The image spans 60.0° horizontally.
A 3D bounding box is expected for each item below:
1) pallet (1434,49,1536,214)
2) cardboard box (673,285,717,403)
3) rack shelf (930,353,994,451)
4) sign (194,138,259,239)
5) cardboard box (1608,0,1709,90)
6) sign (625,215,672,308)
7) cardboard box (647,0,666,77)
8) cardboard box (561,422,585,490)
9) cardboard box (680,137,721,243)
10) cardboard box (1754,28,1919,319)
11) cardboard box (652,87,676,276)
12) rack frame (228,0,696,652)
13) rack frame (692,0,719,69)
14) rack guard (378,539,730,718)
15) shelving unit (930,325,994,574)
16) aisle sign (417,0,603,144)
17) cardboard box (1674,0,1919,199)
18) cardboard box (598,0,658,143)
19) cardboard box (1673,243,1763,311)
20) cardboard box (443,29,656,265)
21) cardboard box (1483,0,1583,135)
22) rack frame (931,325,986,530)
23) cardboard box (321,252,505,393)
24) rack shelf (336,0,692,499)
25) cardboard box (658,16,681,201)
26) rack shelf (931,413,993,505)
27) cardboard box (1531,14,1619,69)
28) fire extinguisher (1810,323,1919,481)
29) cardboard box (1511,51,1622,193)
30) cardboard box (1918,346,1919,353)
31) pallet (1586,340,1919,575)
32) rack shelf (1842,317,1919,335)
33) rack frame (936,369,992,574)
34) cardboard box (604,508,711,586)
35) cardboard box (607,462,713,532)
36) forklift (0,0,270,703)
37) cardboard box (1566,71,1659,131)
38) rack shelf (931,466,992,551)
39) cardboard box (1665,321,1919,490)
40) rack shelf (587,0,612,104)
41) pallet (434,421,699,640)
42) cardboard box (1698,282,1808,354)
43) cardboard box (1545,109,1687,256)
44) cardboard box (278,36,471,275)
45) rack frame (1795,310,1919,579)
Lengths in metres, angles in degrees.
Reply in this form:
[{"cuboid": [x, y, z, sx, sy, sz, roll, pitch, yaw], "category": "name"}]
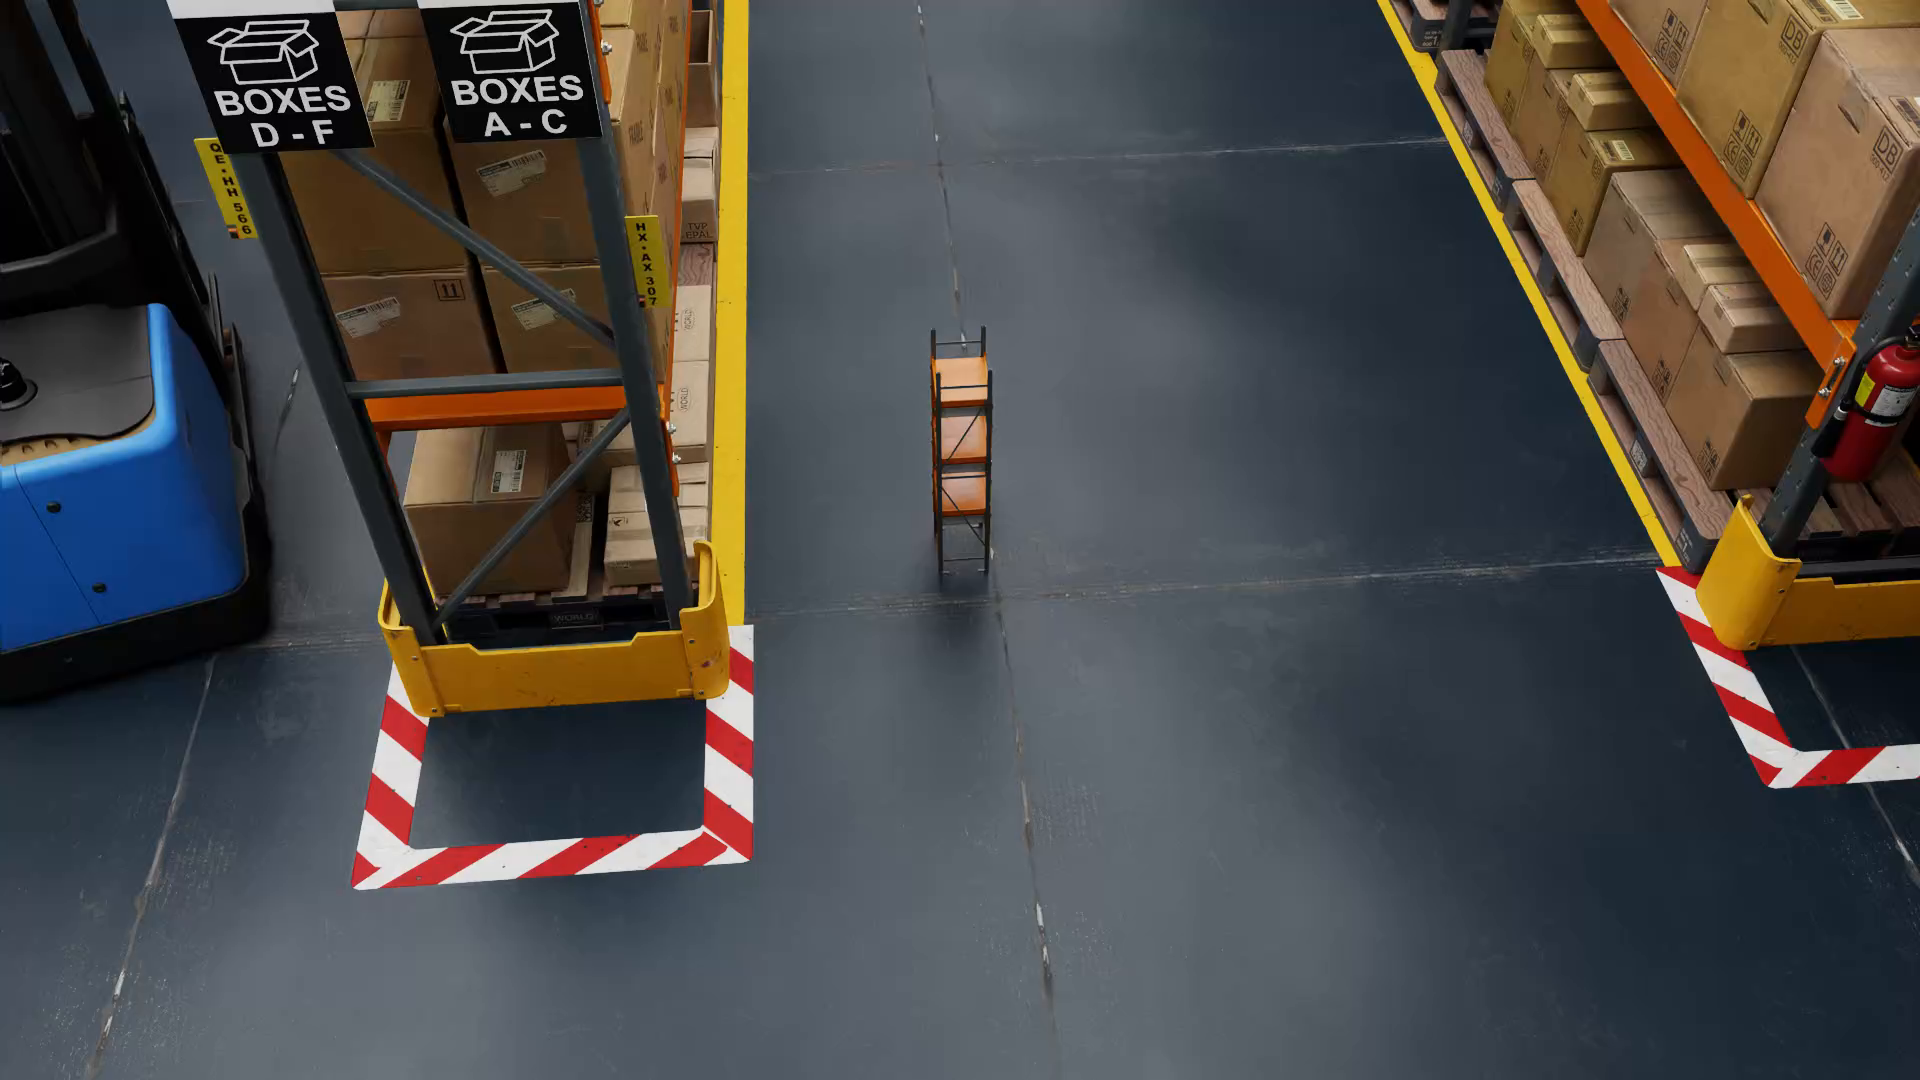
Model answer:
[{"cuboid": [3.134, -2.163, 8.653, 1.003, 0.211, 1.213, -3, 47, -3], "category": "pallet"}, {"cuboid": [-1.299, -0.818, 7.050, 0.500, 0.250, 0.500, -3, 47, -3], "category": "cardboard box"}, {"cuboid": [0.004, -0.510, 6.134, 0.215, 0.259, 0.240, -3, 47, -3], "category": "rack shelf"}, {"cuboid": [-2.007, -0.966, 4.584, 0.100, 0.325, 0.005, -3, 47, -3], "category": "sign"}, {"cuboid": [3.304, -2.332, 6.686, 0.980, 0.700, 0.700, -6, 47, -5], "category": "cardboard box"}, {"cuboid": [-0.912, -0.809, 4.854, 0.100, 0.325, 0.005, -3, 47, -3], "category": "sign"}, {"cuboid": [-1.315, -1.934, 5.758, 0.500, 0.500, 0.500, -3, 47, -3], "category": "cardboard box"}, {"cuboid": [-1.688, -0.332, 6.647, 0.380, 0.166, 0.250, -3, 47, -3], "category": "cardboard box"}, {"cuboid": [-1.394, -1.662, 7.807, 0.500, 0.311, 0.500, -3, 47, -3], "category": "cardboard box"}, {"cuboid": [3.431, -1.254, 5.665, 0.980, 0.700, 0.700, -2, 47, -1], "category": "cardboard box"}, {"cuboid": [-1.275, -1.223, 5.773, 0.500, 0.500, 0.500, -4, 47, -4], "category": "cardboard box"}, {"cuboid": [-1.452, -0.479, 5.137, 1.000, 3.000, 0.127, -3, 47, -3], "category": "rack frame"}, {"cuboid": [-1.787, -3.373, 7.878, 1.000, 3.000, 0.127, -3, 47, -3], "category": "rack frame"}, {"cuboid": [-1.459, 0.326, 6.097, 1.175, 0.500, 0.348, -3, 47, -3], "category": "rack guard"}, {"cuboid": [0.004, -0.322, 6.332, 0.215, 1.050, 0.252, -3, 47, -3], "category": "shelving unit"}, {"cuboid": [-1.154, -1.341, 4.164, 0.394, 0.787, 0.004, -3, 47, -3], "category": "aisle sign"}, {"cuboid": [3.359, -1.780, 6.163, 0.980, 0.700, 0.700, -4, 47, -4], "category": "cardboard box"}, {"cuboid": [-1.278, -1.572, 5.415, 0.500, 0.500, 0.500, -3, 47, -3], "category": "cardboard box"}, {"cuboid": [3.111, -1.057, 6.671, 0.380, 0.149, 0.250, -2, 47, -2], "category": "cardboard box"}, {"cuboid": [-1.227, -1.194, 5.057, 0.500, 0.500, 0.500, -2, 47, -2], "category": "cardboard box"}, {"cuboid": [3.109, -2.414, 8.403, 0.700, 0.500, 0.500, -3, 47, -3], "category": "cardboard box"}, {"cuboid": [-0.006, -0.411, 6.416, 0.200, 1.050, 0.008, -3, 47, -3], "category": "rack frame"}, {"cuboid": [-1.761, -0.820, 5.392, 0.500, 0.500, 0.500, -2, 47, -2], "category": "cardboard box"}, {"cuboid": [-1.620, -1.678, 6.769, 1.077, 0.370, 4.000, -3, 47, -3], "category": "rack shelf"}, {"cuboid": [-1.314, -1.586, 6.117, 0.500, 0.500, 0.500, -4, 47, -3], "category": "cardboard box"}, {"cuboid": [0.004, -0.315, 6.340, 0.215, 0.259, 0.240, -3, 47, -3], "category": "rack shelf"}, {"cuboid": [2.956, -2.378, 7.922, 0.380, 0.149, 0.250, -2, 47, -2], "category": "cardboard box"}, {"cuboid": [3.036, -0.490, 5.459, 0.296, 0.674, 0.183, -3, 47, -3], "category": "fire extinguisher"}, {"cuboid": [3.148, -2.050, 8.058, 0.700, 0.500, 0.500, -4, 47, -4], "category": "cardboard box"}, {"cuboid": [3.535, -0.712, 6.344, 0.380, 0.149, 0.250, -3, 47, -3], "category": "cardboard box"}, {"cuboid": [3.339, -0.397, 6.981, 1.003, 0.211, 1.213, -3, 47, -3], "category": "pallet"}, {"cuboid": [3.316, -2.049, 6.986, 0.919, 0.124, 3.809, -3, 47, -3], "category": "rack shelf"}, {"cuboid": [0.015, -0.234, 6.249, 0.200, 1.050, 0.008, -3, 47, -3], "category": "rack frame"}, {"cuboid": [-1.145, 0.027, 6.319, 0.380, 0.149, 0.250, -3, 47, -3], "category": "cardboard box"}, {"cuboid": [-1.166, -0.160, 6.484, 0.380, 0.166, 0.250, -3, 47, -3], "category": "cardboard box"}, {"cuboid": [-3.654, -1.500, 6.152, 1.130, 2.935, 3.031, -16, 49, -14], "category": "forklift"}, {"cuboid": [3.000, -2.000, 7.564, 0.380, 0.149, 0.250, -5, 47, -4], "category": "cardboard box"}, {"cuboid": [0.004, -0.124, 6.542, 0.215, 0.259, 0.240, -3, 47, -3], "category": "rack shelf"}, {"cuboid": [3.325, -0.568, 6.654, 0.700, 0.500, 0.500, -3, 47, -3], "category": "cardboard box"}, {"cuboid": [-1.620, -2.710, 5.680, 1.077, 0.370, 4.000, -3, 47, -3], "category": "rack shelf"}, {"cuboid": [-1.526, -0.151, 6.748, 1.003, 0.211, 1.213, -3, 47, -3], "category": "pallet"}, {"cuboid": [3.133, -0.872, 6.496, 0.380, 0.149, 0.250, -4, 47, -4], "category": "cardboard box"}, {"cuboid": [3.189, -1.679, 7.706, 0.700, 0.500, 0.500, -3, 47, -2], "category": "cardboard box"}, {"cuboid": [-1.764, -1.162, 5.027, 0.500, 0.500, 0.500, -4, 47, -4], "category": "cardboard box"}, {"cuboid": [3.480, -0.782, 5.425, 0.949, 2.616, 0.053, -3, 47, -3], "category": "rack frame"}]
